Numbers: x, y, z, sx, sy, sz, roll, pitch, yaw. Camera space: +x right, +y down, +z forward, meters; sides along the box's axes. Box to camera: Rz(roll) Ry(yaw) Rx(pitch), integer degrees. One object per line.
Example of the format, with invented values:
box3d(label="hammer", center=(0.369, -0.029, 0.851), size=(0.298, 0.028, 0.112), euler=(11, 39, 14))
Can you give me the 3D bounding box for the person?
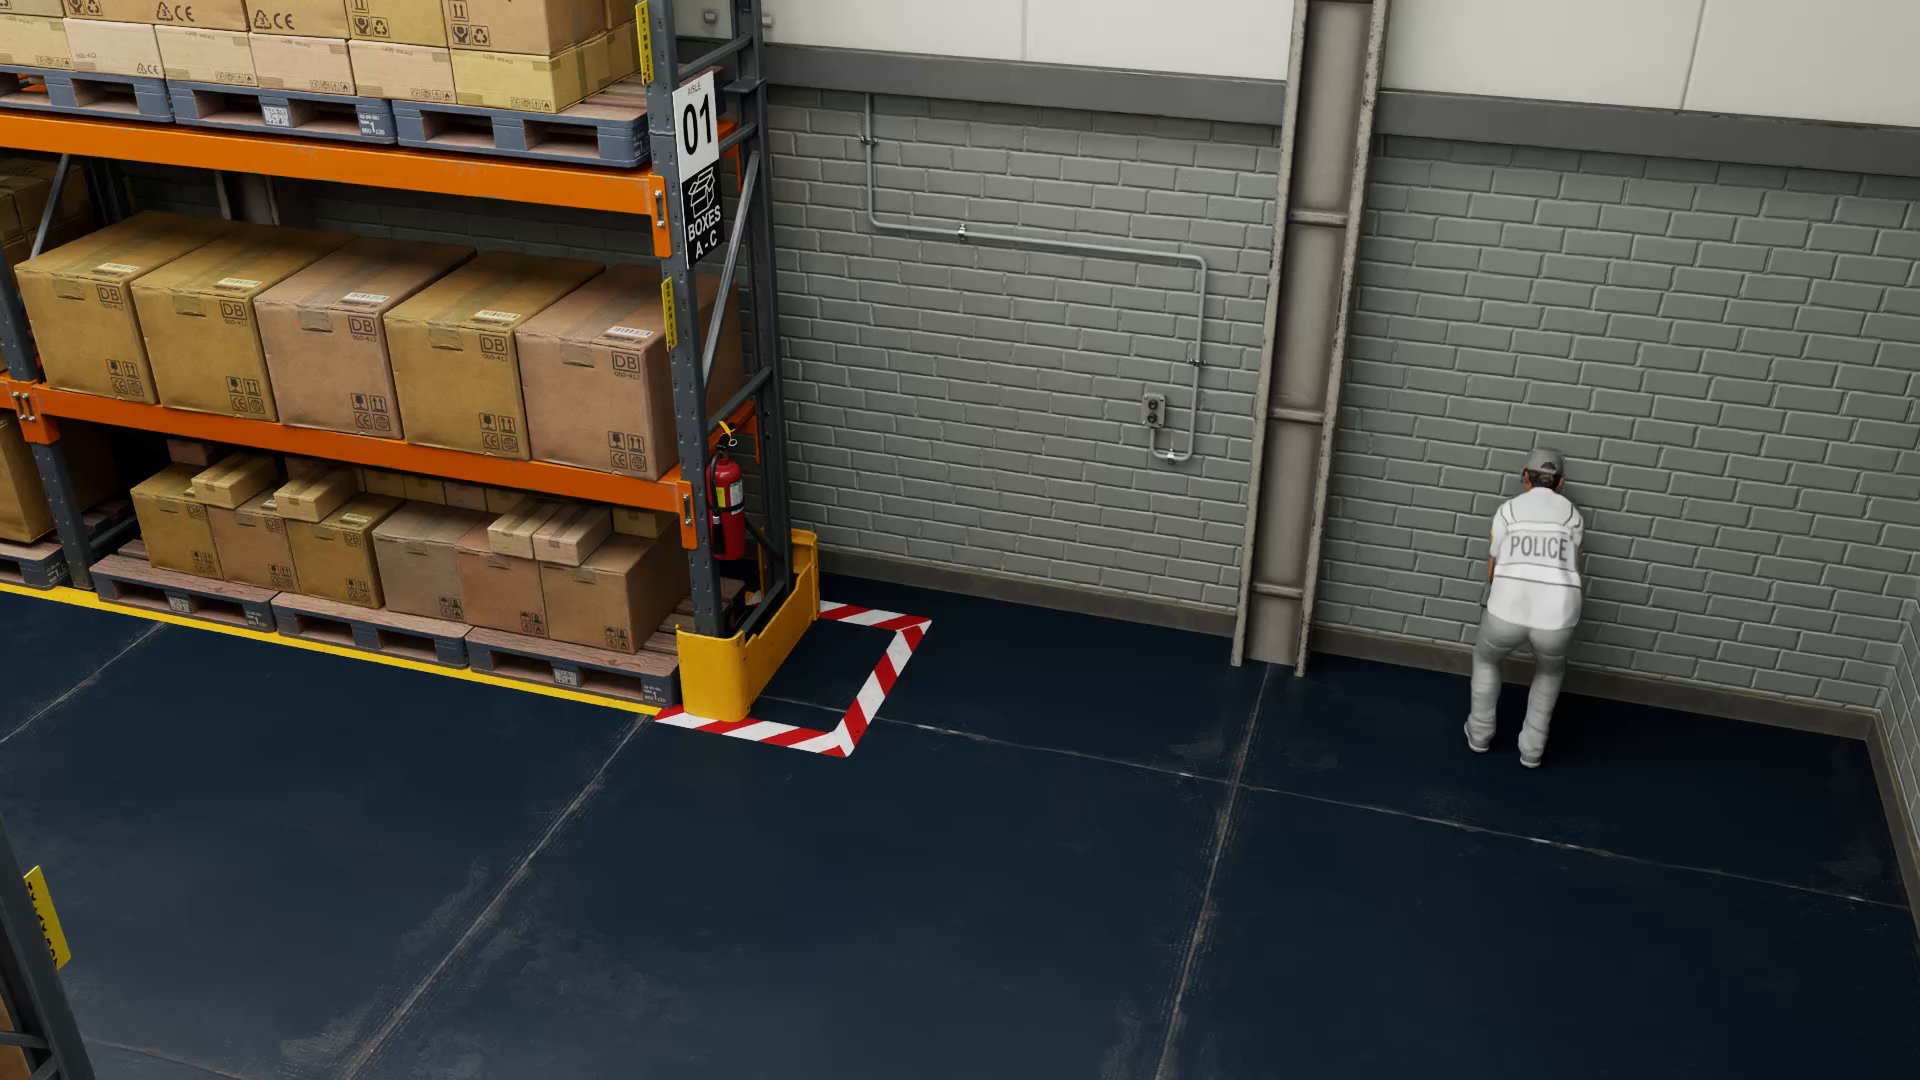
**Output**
box3d(label="person", center=(2.750, 0.335, 8.085), size=(0.457, 1.494, 0.773), euler=(8, 30, 14))
